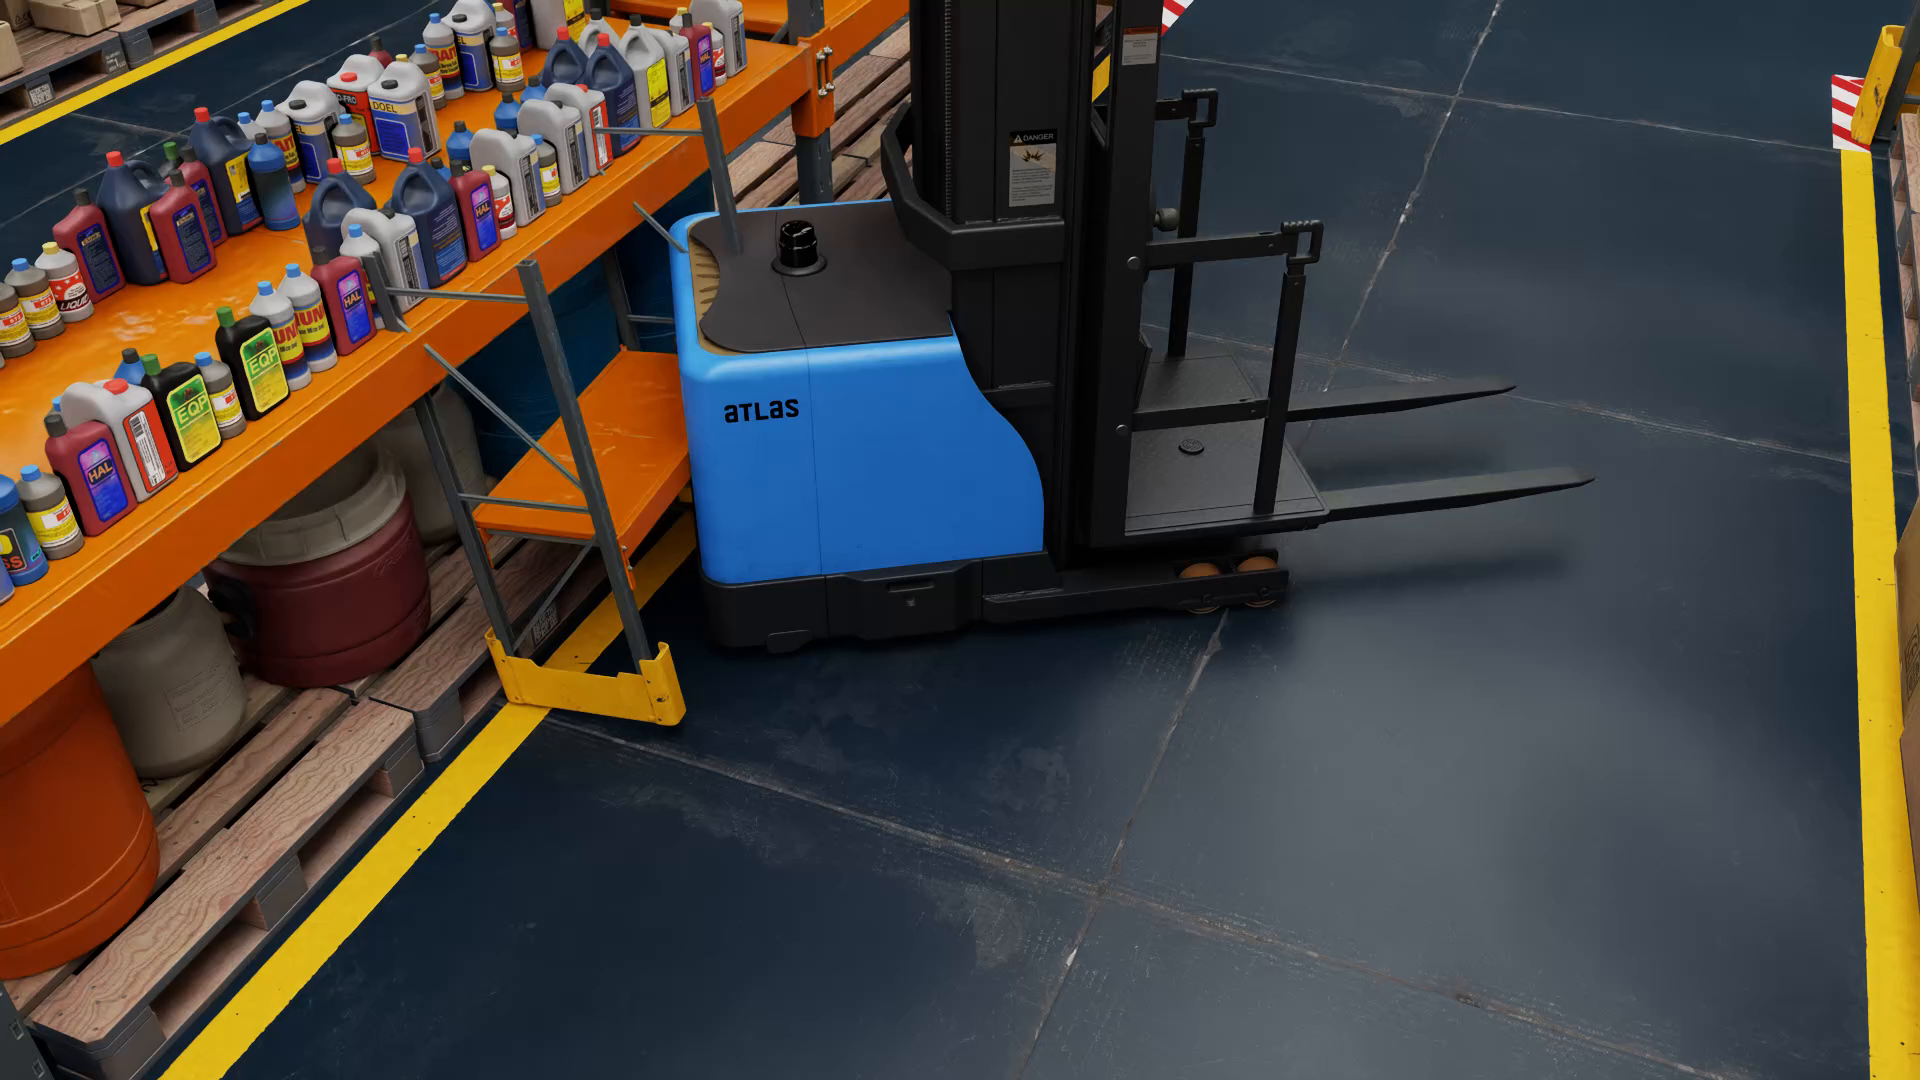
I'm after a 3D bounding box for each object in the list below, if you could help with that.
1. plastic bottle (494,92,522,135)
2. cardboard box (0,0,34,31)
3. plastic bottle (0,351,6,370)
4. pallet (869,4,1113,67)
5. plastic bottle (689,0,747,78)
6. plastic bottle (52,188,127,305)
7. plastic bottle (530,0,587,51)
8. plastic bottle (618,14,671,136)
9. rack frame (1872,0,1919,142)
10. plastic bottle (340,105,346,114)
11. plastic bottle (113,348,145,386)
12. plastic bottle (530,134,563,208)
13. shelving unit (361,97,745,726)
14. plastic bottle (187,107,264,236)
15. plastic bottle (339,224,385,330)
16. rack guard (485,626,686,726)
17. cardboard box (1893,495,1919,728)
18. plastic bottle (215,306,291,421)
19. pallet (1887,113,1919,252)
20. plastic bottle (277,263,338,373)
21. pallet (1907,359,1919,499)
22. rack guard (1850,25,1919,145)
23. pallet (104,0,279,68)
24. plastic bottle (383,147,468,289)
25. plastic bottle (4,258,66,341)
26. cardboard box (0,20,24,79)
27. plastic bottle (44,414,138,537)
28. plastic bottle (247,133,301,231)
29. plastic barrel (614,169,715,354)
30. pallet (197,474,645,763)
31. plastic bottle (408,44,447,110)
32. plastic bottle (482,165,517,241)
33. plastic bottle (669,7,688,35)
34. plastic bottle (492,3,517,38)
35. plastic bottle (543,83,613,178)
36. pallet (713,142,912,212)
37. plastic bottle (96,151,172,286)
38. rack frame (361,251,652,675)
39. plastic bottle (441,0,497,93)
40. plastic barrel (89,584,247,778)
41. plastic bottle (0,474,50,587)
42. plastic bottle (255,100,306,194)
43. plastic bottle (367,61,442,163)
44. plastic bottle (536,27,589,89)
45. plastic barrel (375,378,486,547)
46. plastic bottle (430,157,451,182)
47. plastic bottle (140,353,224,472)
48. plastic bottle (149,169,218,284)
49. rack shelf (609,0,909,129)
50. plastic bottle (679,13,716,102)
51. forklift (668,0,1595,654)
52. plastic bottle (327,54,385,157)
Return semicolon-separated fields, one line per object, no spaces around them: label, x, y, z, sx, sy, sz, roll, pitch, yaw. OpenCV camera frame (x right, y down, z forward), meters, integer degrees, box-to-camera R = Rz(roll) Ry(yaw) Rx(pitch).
plastic bottle;-1.329;-1.201;4.959;0.097;0.271;0.097;0;37;0
cardboard box;-5.313;-3.107;9.280;0.500;0.311;0.500;14;39;18
plastic bottle;-2.439;-0.540;4.075;0.097;0.271;0.097;0;37;0
pallet;0.199;-2.732;9.229;1.003;0.211;1.213;14;39;18
plastic bottle;-0.824;-1.741;5.677;0.152;0.276;0.135;14;39;18
plastic bottle;-2.301;-0.775;4.379;0.061;0.283;0.133;14;39;18
plastic bottle;-1.422;-1.919;5.853;0.144;0.351;0.185;14;39;18
plastic bottle;-1.020;-1.479;5.264;0.144;0.351;0.185;14;39;18
rack frame;5.129;-3.169;7.484;1.000;3.000;0.127;14;39;18
plastic bottle;-1.923;-1.263;5.100;0.097;0.201;0.097;0;37;0
plastic bottle;-1.842;-0.310;3.767;0.097;0.271;0.097;0;37;0
plastic bottle;-1.225;-1.084;4.861;0.097;0.201;0.097;0;37;0
shelving unit;-1.025;-0.400;4.939;0.587;1.500;1.083;6;38;18
plastic bottle;-2.081;-1.057;4.699;0.144;0.351;0.185;14;39;18
plastic bottle;-1.523;-0.679;4.261;0.097;0.271;0.097;0;37;0
rack guard;-1.111;0.394;4.934;0.587;0.250;0.087;6;38;18
cardboard box;3.382;0.088;4.551;1.225;0.875;0.875;14;39;18
plastic bottle;-1.675;-0.434;3.923;0.061;0.283;0.133;14;39;18
pallet;4.897;-1.591;7.702;1.003;0.211;1.213;14;39;18
plastic bottle;-1.611;-0.552;4.090;0.097;0.271;0.097;0;37;0
pallet;3.969;-0.240;5.895;1.003;0.211;1.213;14;39;18
rack guard;5.138;-2.181;8.250;1.175;0.500;0.348;14;39;18
pallet;-4.828;-3.153;9.793;1.003;0.211;1.213;14;39;18
plastic bottle;-1.439;-0.869;4.449;0.144;0.351;0.185;14;39;18
plastic bottle;-2.365;-0.620;4.240;0.097;0.201;0.097;0;37;0
cardboard box;-5.193;-2.495;8.461;0.500;0.311;0.500;14;39;18
plastic bottle;-1.864;-0.158;3.554;0.061;0.283;0.133;14;39;18
plastic bottle;-1.952;-1.022;4.719;0.097;0.271;0.097;0;37;0
plastic barrel;-1.196;-1.113;6.135;0.600;0.901;0.708;14;39;18
pallet;-1.768;0.130;5.399;1.003;0.211;1.213;14;39;18
plastic bottle;-1.747;-1.519;5.442;0.097;0.201;0.097;0;37;0
plastic bottle;-1.313;-0.956;4.689;0.097;0.201;0.097;0;37;0
plastic bottle;-0.947;-1.729;5.724;0.097;0.201;0.097;0;37;0
plastic bottle;-1.585;-1.755;5.758;0.097;0.201;0.097;0;37;0
plastic bottle;-1.155;-1.259;5.033;0.152;0.276;0.135;14;39;18
pallet;-0.729;-1.381;7.422;1.003;0.211;1.213;14;39;18
plastic bottle;-2.202;-0.880;4.464;0.144;0.351;0.185;14;39;18
rack frame;-1.186;-0.095;4.552;0.500;1.500;0.032;6;38;18
plastic bottle;-1.641;-1.660;5.570;0.152;0.276;0.135;14;39;18
plastic barrel;-2.193;0.353;4.500;0.421;0.512;0.421;0;37;0
plastic bottle;-1.962;-0.040;3.405;0.097;0.271;0.097;0;37;0
plastic bottle;-2.012;-1.162;4.907;0.097;0.271;0.097;0;37;0
plastic bottle;-1.713;-1.316;5.108;0.152;0.276;0.135;14;39;18
plastic bottle;-1.224;-1.410;5.171;0.144;0.351;0.185;14;39;18
plastic barrel;-1.763;-0.272;5.336;0.421;0.512;0.421;0;37;0
plastic bottle;-1.420;-0.924;4.588;0.097;0.271;0.097;0;37;0
plastic bottle;-1.762;-0.307;3.752;0.061;0.283;0.133;14;39;18
plastic bottle;-2.097;-0.844;4.472;0.061;0.283;0.133;14;39;18
rack shelf;-0.212;-2.901;7.727;1.077;0.370;4.000;14;39;18
plastic bottle;-0.870;-1.605;5.489;0.061;0.283;0.133;14;39;18
forklift;0.614;-1.240;4.961;3.031;2.935;1.130;-6;37;-8
plastic bottle;-1.854;-1.350;5.155;0.152;0.276;0.135;14;39;18
